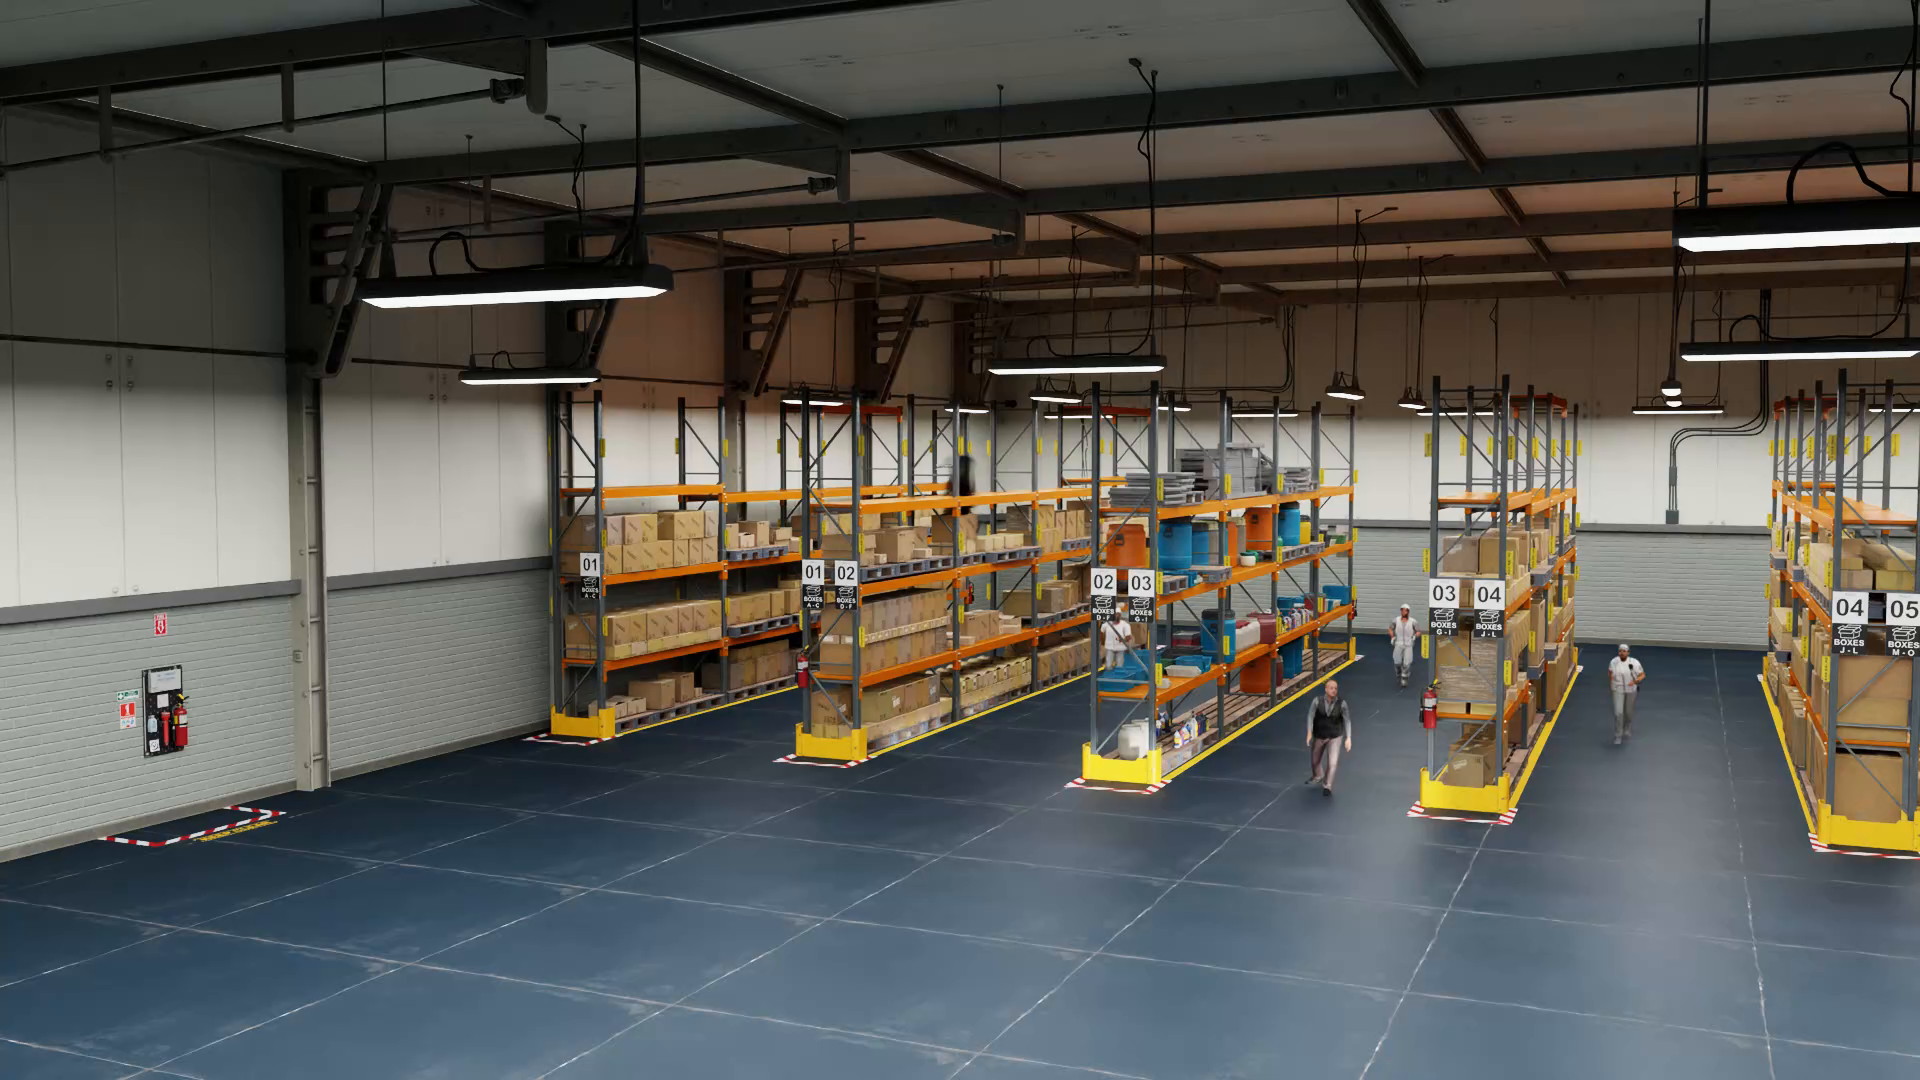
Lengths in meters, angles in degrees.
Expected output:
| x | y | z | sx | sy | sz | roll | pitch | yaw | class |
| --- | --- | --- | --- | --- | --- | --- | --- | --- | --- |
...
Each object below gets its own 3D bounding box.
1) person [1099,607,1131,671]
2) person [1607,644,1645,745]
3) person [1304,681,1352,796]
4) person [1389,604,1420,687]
| x | y | z | sx | sy | sz | roll | pitch | yaw | class |
| --- | --- | --- | --- | --- | --- | --- | --- | --- | --- |
| 3.151 | 2.254 | 33.843 | 0.663 | 1.789 | 0.721 | 0 | 3 | 8 | person |
| 11.352 | 2.619 | 28.357 | 0.594 | 1.723 | 0.777 | 1 | 3 | 22 | person |
| 5.343 | 2.846 | 24.144 | 0.668 | 1.657 | 0.817 | 1 | 3 | 13 | person |
| 9.258 | 2.212 | 34.672 | 0.643 | 1.743 | 0.606 | 1 | 3 | 16 | person |
